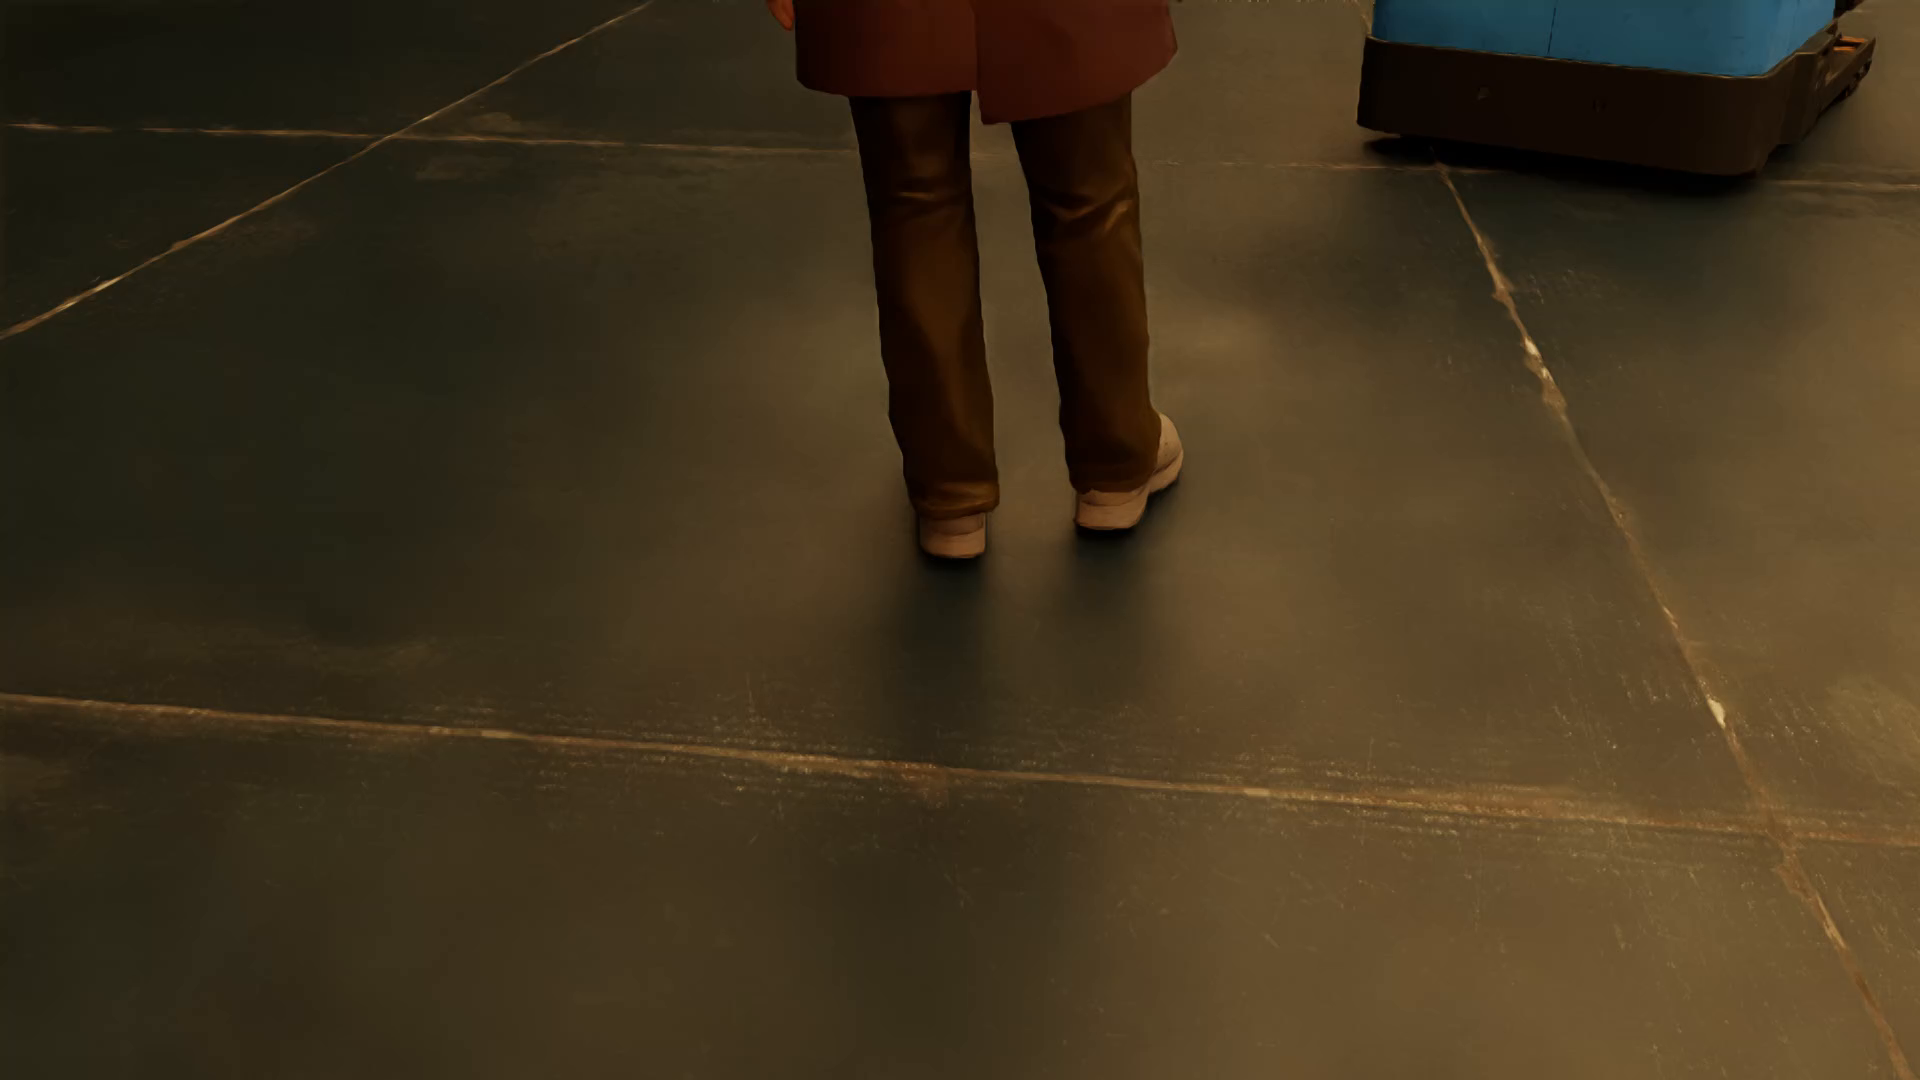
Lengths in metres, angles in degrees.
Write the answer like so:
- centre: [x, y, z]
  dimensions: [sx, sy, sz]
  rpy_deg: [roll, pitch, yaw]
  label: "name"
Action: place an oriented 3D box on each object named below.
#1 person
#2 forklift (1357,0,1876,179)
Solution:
- centre: [0.017, -0.842, 2.181]
  dimensions: [0.694, 1.776, 0.580]
  rpy_deg: [3, 27, 7]
  label: "person"
- centre: [2.362, -2.838, 4.905]
  dimensions: [1.130, 2.935, 3.031]
  rpy_deg: [17, 31, 30]
  label: "forklift"
